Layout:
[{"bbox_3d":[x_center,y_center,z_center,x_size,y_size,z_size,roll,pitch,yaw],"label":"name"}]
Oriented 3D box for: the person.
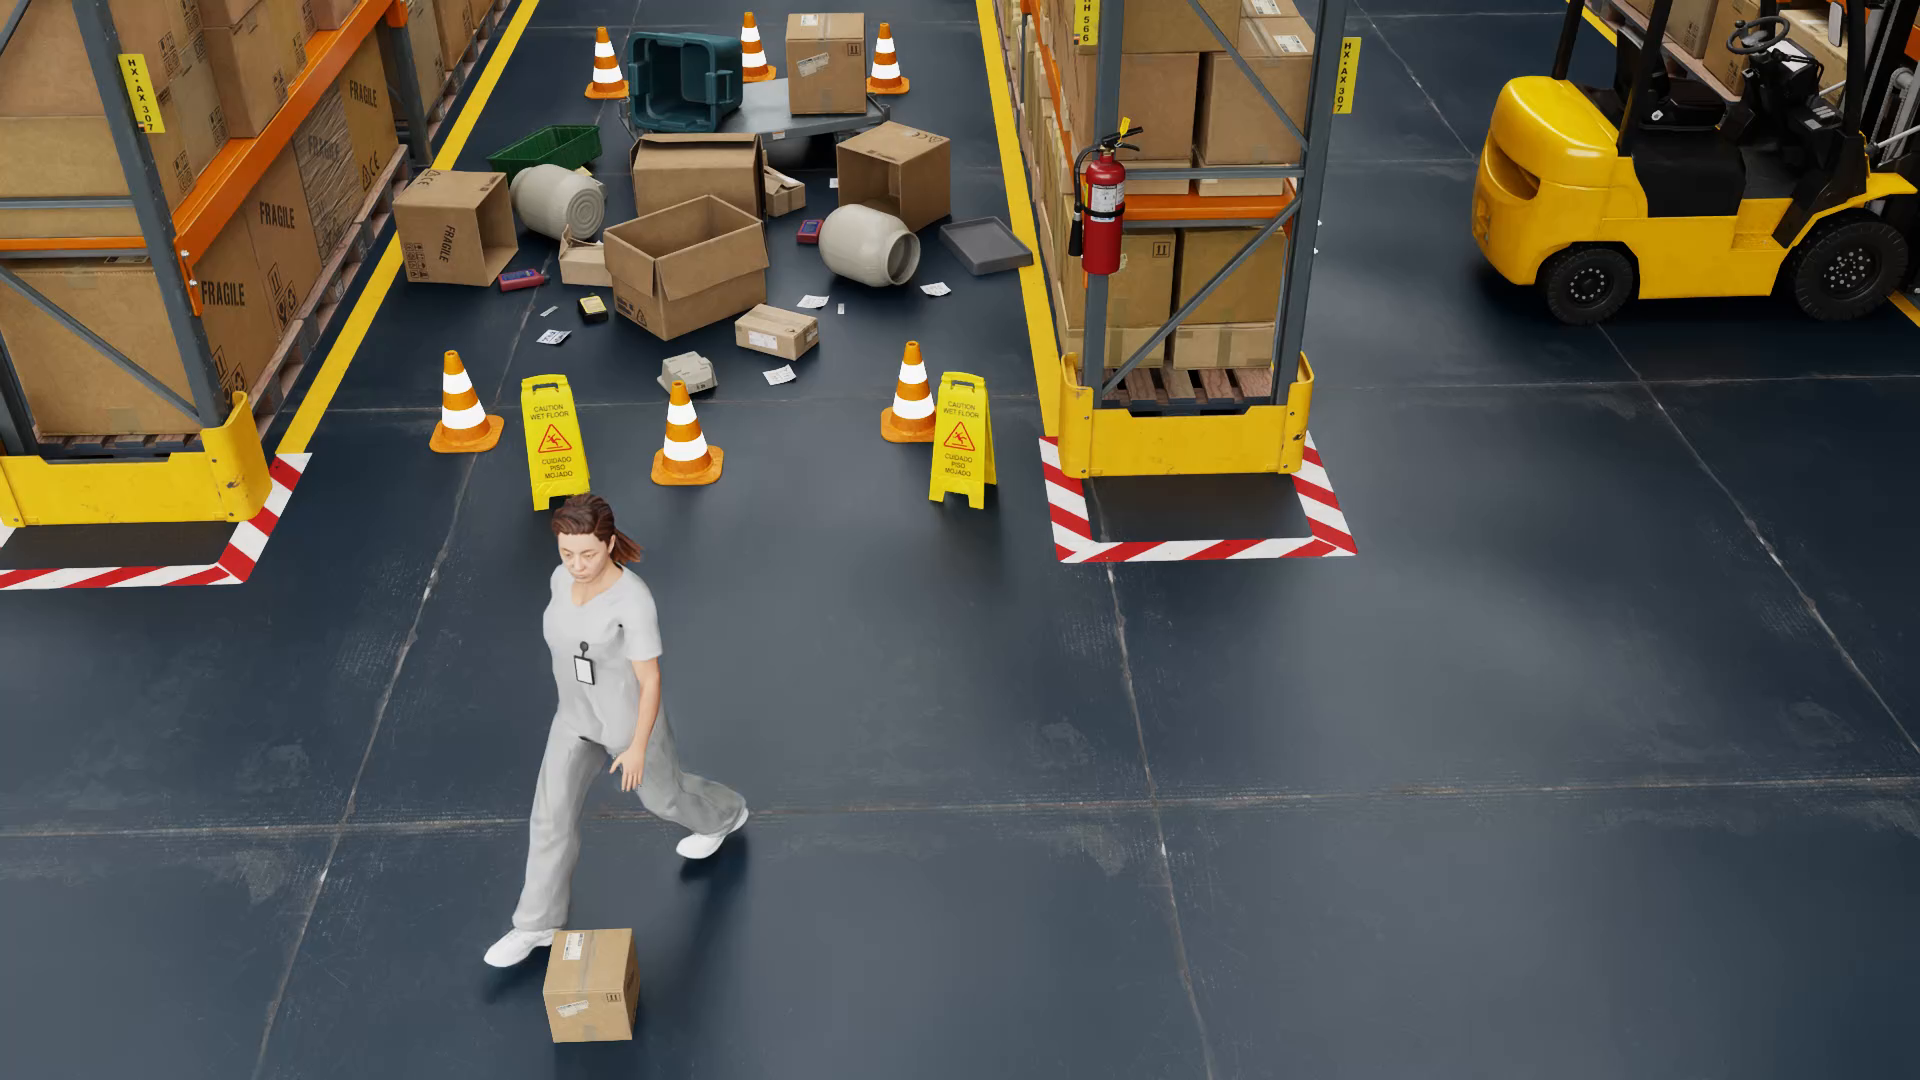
[{"bbox_3d":[-1.165,0.596,5.340,0.462,1.613,1.032,20,40,25],"label":"person"}]
